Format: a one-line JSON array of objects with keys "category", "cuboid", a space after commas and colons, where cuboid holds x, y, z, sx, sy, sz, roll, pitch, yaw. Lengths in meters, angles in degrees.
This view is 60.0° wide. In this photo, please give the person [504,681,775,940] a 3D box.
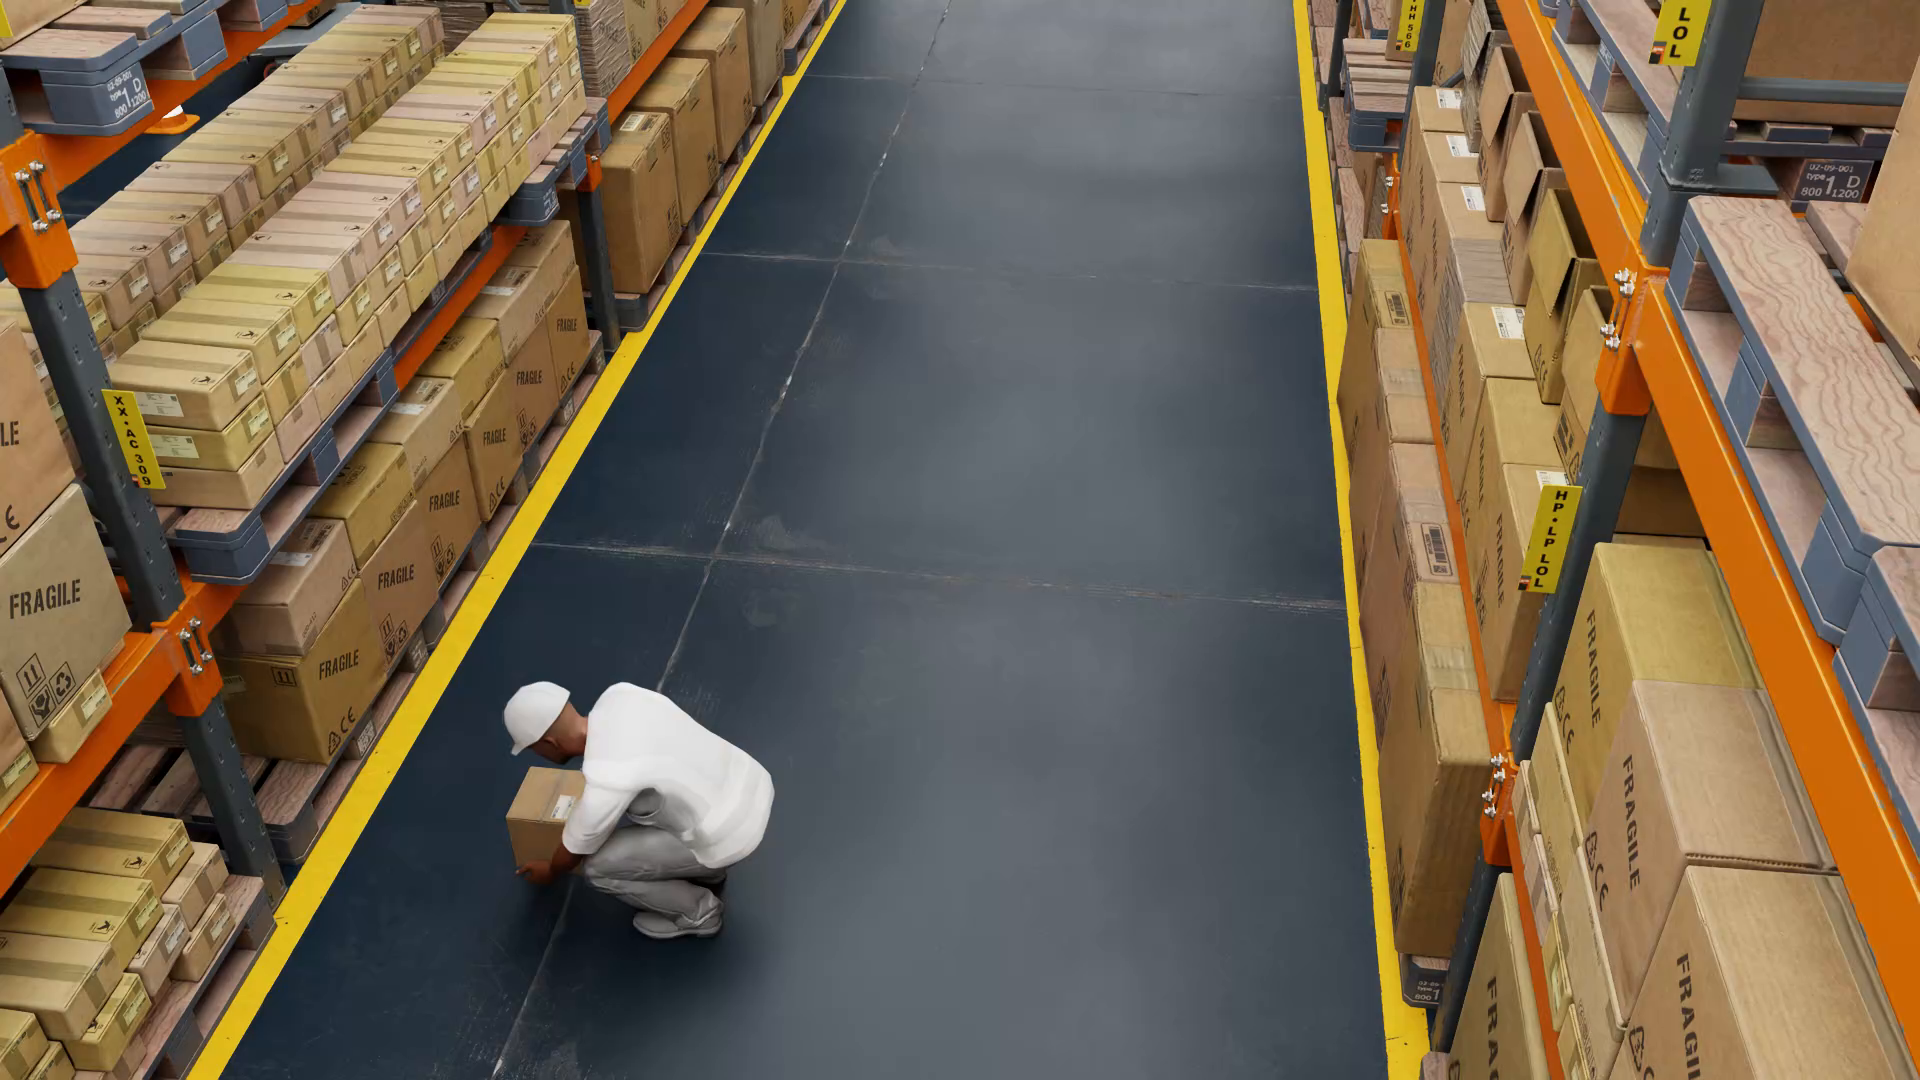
[{"category": "person", "cuboid": [-1.074, 0.869, 5.589, 0.860, 0.998, 0.598, 4, 36, 6]}]
